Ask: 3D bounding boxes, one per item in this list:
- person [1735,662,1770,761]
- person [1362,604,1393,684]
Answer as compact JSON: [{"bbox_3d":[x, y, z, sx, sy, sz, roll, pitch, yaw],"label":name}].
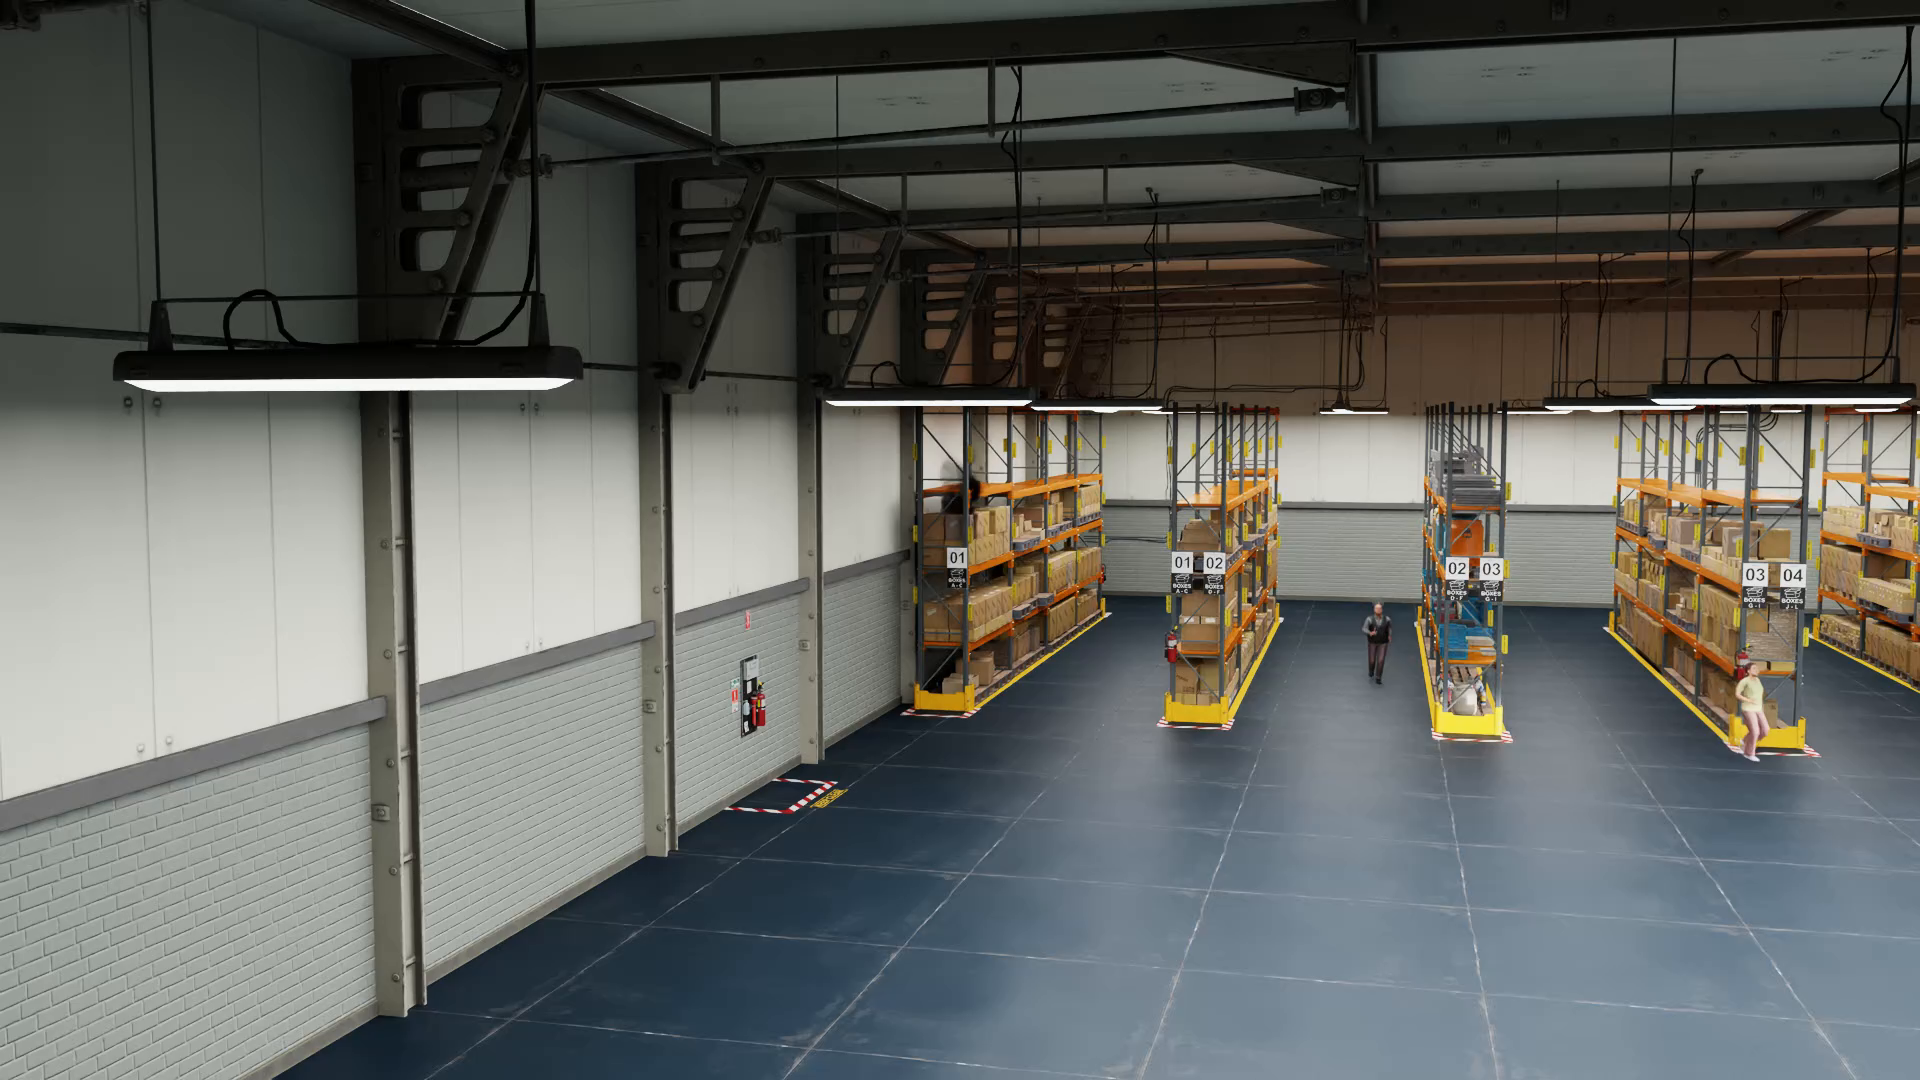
[{"bbox_3d":[13.252,2.868,27.812,0.632,1.660,0.531,-2,5,-26],"label":"person"},{"bbox_3d":[8.998,2.227,35.823,0.665,1.691,0.775,1,4,8],"label":"person"}]
